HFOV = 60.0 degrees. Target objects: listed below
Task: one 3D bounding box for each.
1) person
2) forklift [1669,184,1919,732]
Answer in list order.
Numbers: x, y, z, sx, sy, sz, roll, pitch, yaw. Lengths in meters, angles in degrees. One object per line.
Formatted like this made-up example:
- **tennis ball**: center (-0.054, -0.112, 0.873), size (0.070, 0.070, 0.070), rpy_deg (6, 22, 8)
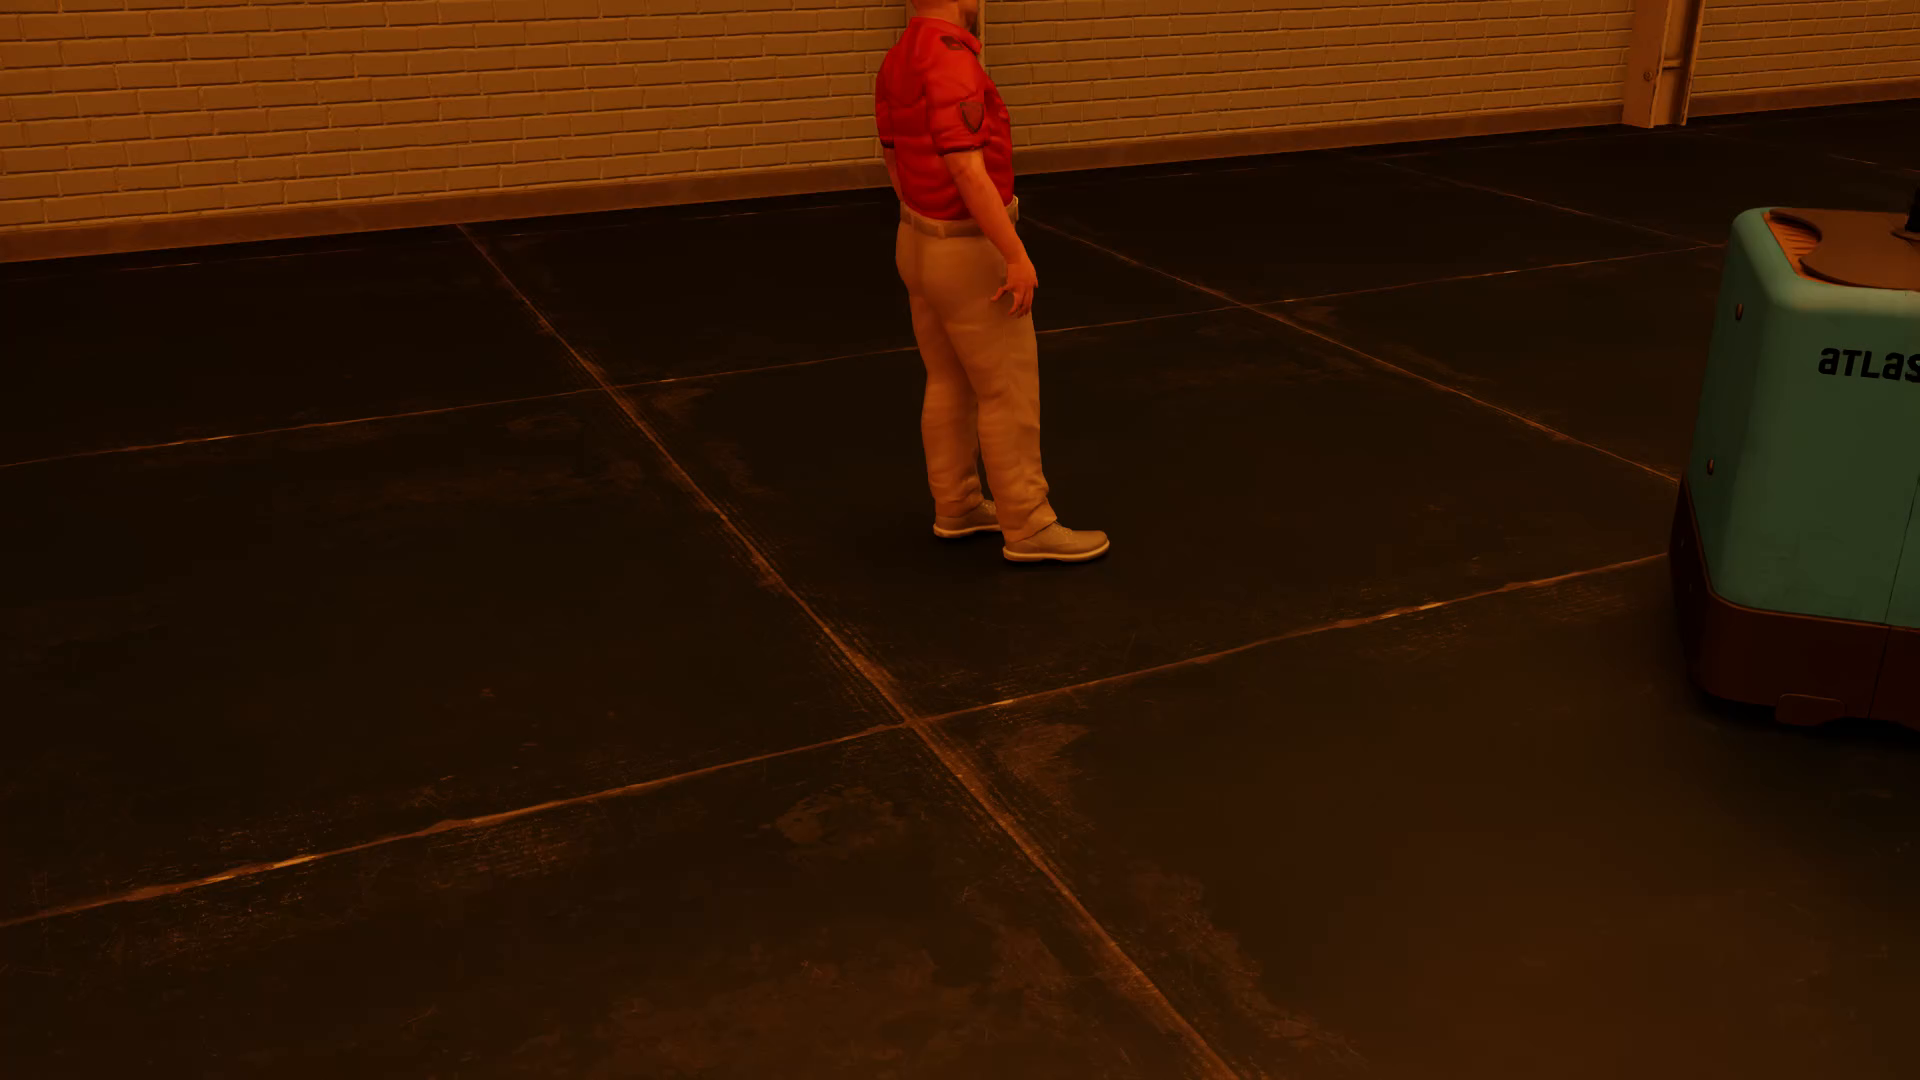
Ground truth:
- **person**: center (0.086, -0.815, 4.797), size (0.551, 1.727, 0.640), rpy_deg (-10, 25, -23)
- **forklift**: center (3.373, -0.921, 3.504), size (3.031, 2.935, 1.130), rpy_deg (7, 24, 17)
